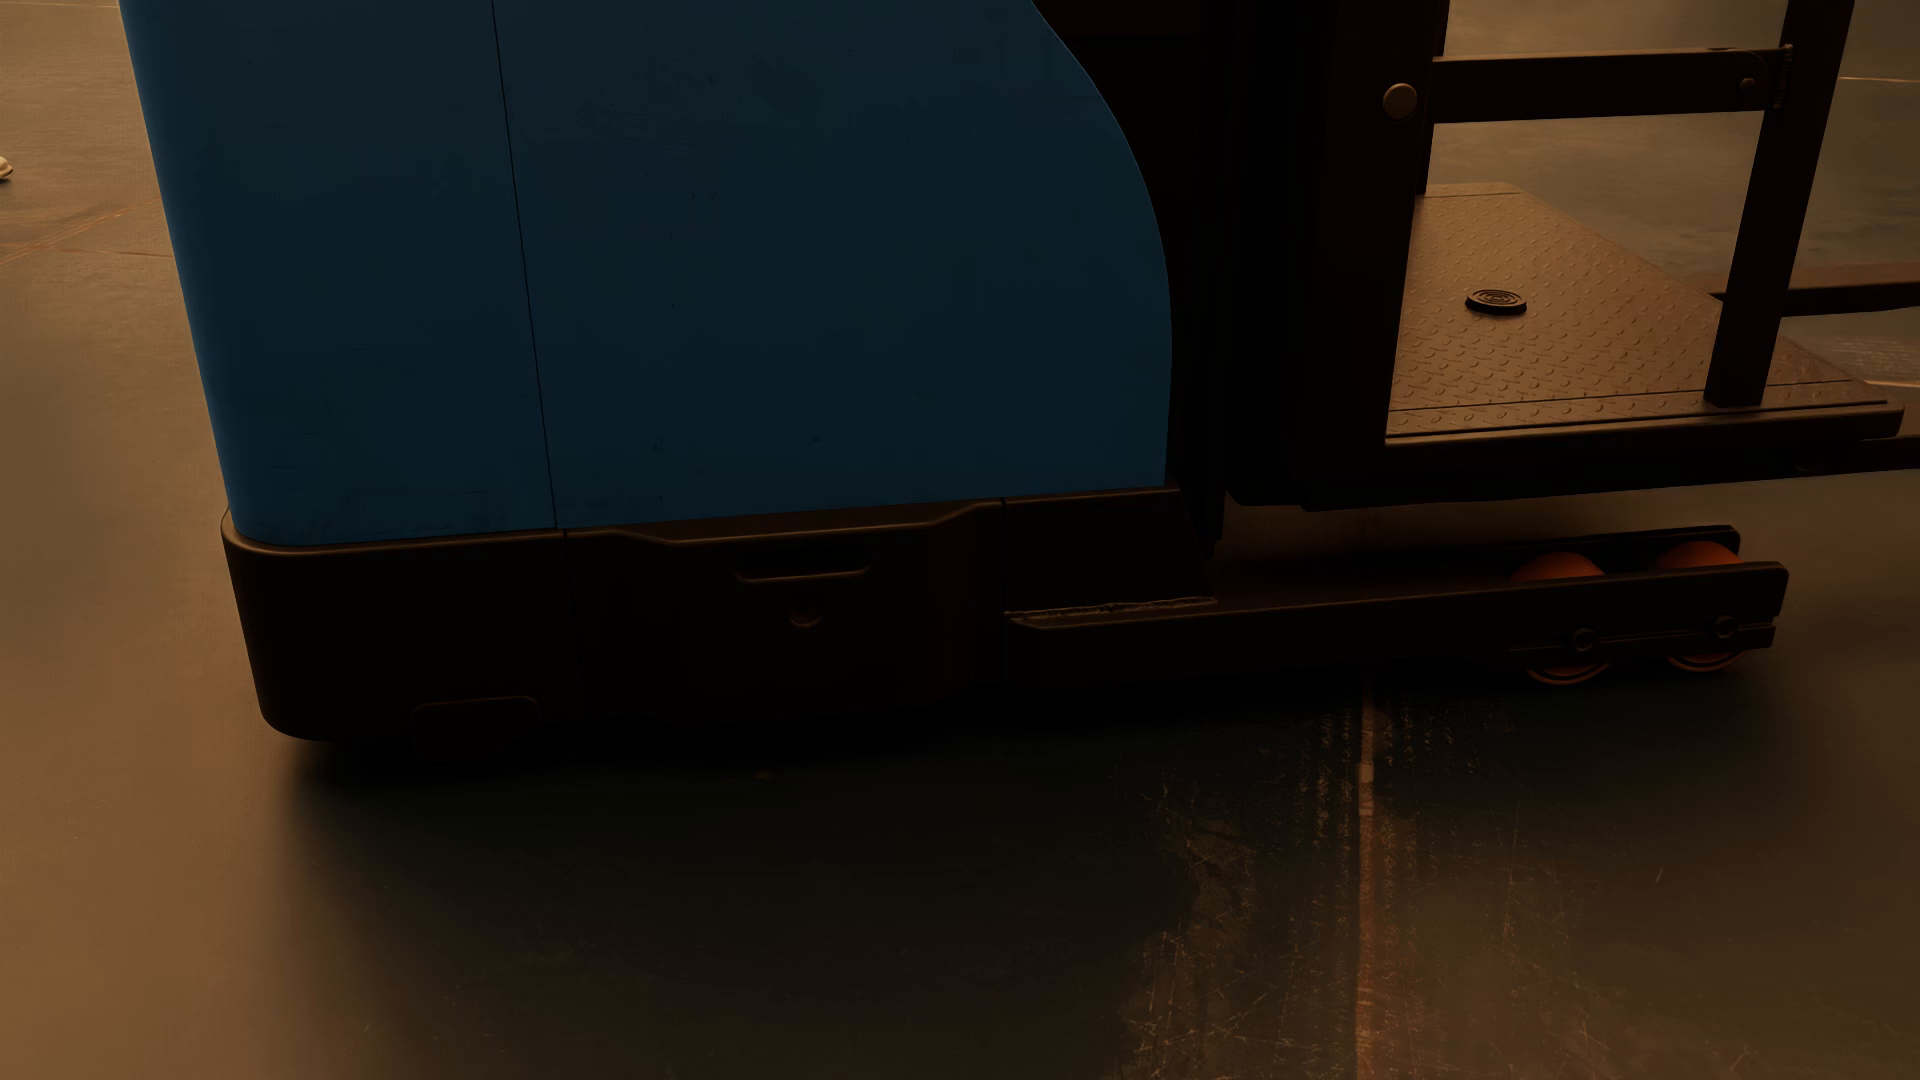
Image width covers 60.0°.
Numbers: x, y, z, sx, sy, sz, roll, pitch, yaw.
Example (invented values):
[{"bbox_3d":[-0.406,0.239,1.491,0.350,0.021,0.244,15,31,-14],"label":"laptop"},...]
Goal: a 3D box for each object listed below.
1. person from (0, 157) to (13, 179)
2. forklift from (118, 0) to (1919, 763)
[{"bbox_3d":[-2.778,-1.760,4.022,0.369,1.777,0.526,-23,35,-38],"label":"person"},{"bbox_3d":[0.600,-1.354,1.930,3.031,2.935,1.130,-4,27,-9],"label":"forklift"}]
